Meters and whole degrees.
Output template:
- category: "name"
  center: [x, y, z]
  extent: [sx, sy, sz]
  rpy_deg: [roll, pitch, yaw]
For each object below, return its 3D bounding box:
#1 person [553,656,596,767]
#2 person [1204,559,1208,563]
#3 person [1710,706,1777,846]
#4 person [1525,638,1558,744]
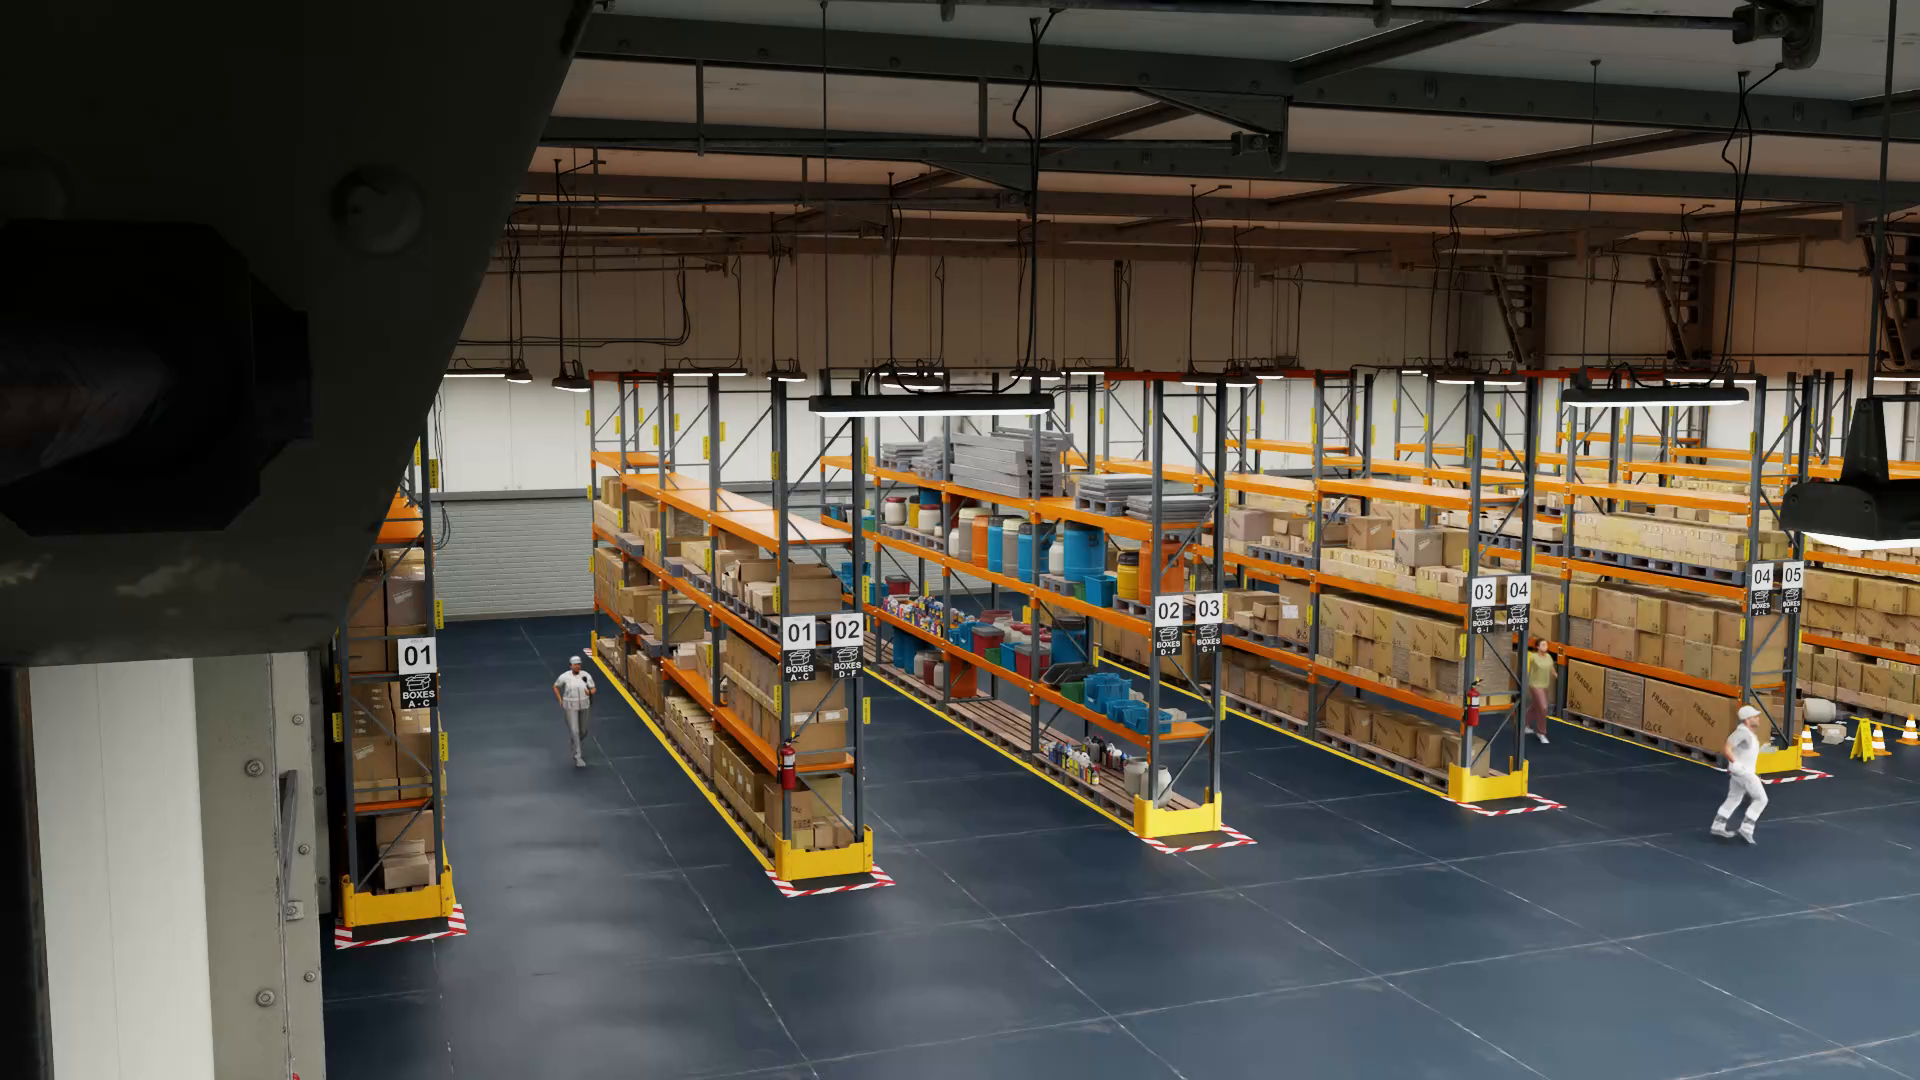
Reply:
- category: "person"
  center: [-5.948, 2.614, 25.796]
  extent: [0.608, 1.650, 0.943]
  rpy_deg: [-4, 7, -30]
- category: "person"
  center: [5.633, 1.252, 38.248]
  extent: [0.608, 1.663, 0.617]
  rpy_deg: [-1, 6, -10]
- category: "person"
  center: [10.195, 3.053, 21.604]
  extent: [0.742, 1.833, 0.616]
  rpy_deg: [2, 7, 19]
- category: "person"
  center: [9.529, 2.447, 27.428]
  extent: [0.564, 1.716, 0.775]
  rpy_deg: [-3, 7, -26]
